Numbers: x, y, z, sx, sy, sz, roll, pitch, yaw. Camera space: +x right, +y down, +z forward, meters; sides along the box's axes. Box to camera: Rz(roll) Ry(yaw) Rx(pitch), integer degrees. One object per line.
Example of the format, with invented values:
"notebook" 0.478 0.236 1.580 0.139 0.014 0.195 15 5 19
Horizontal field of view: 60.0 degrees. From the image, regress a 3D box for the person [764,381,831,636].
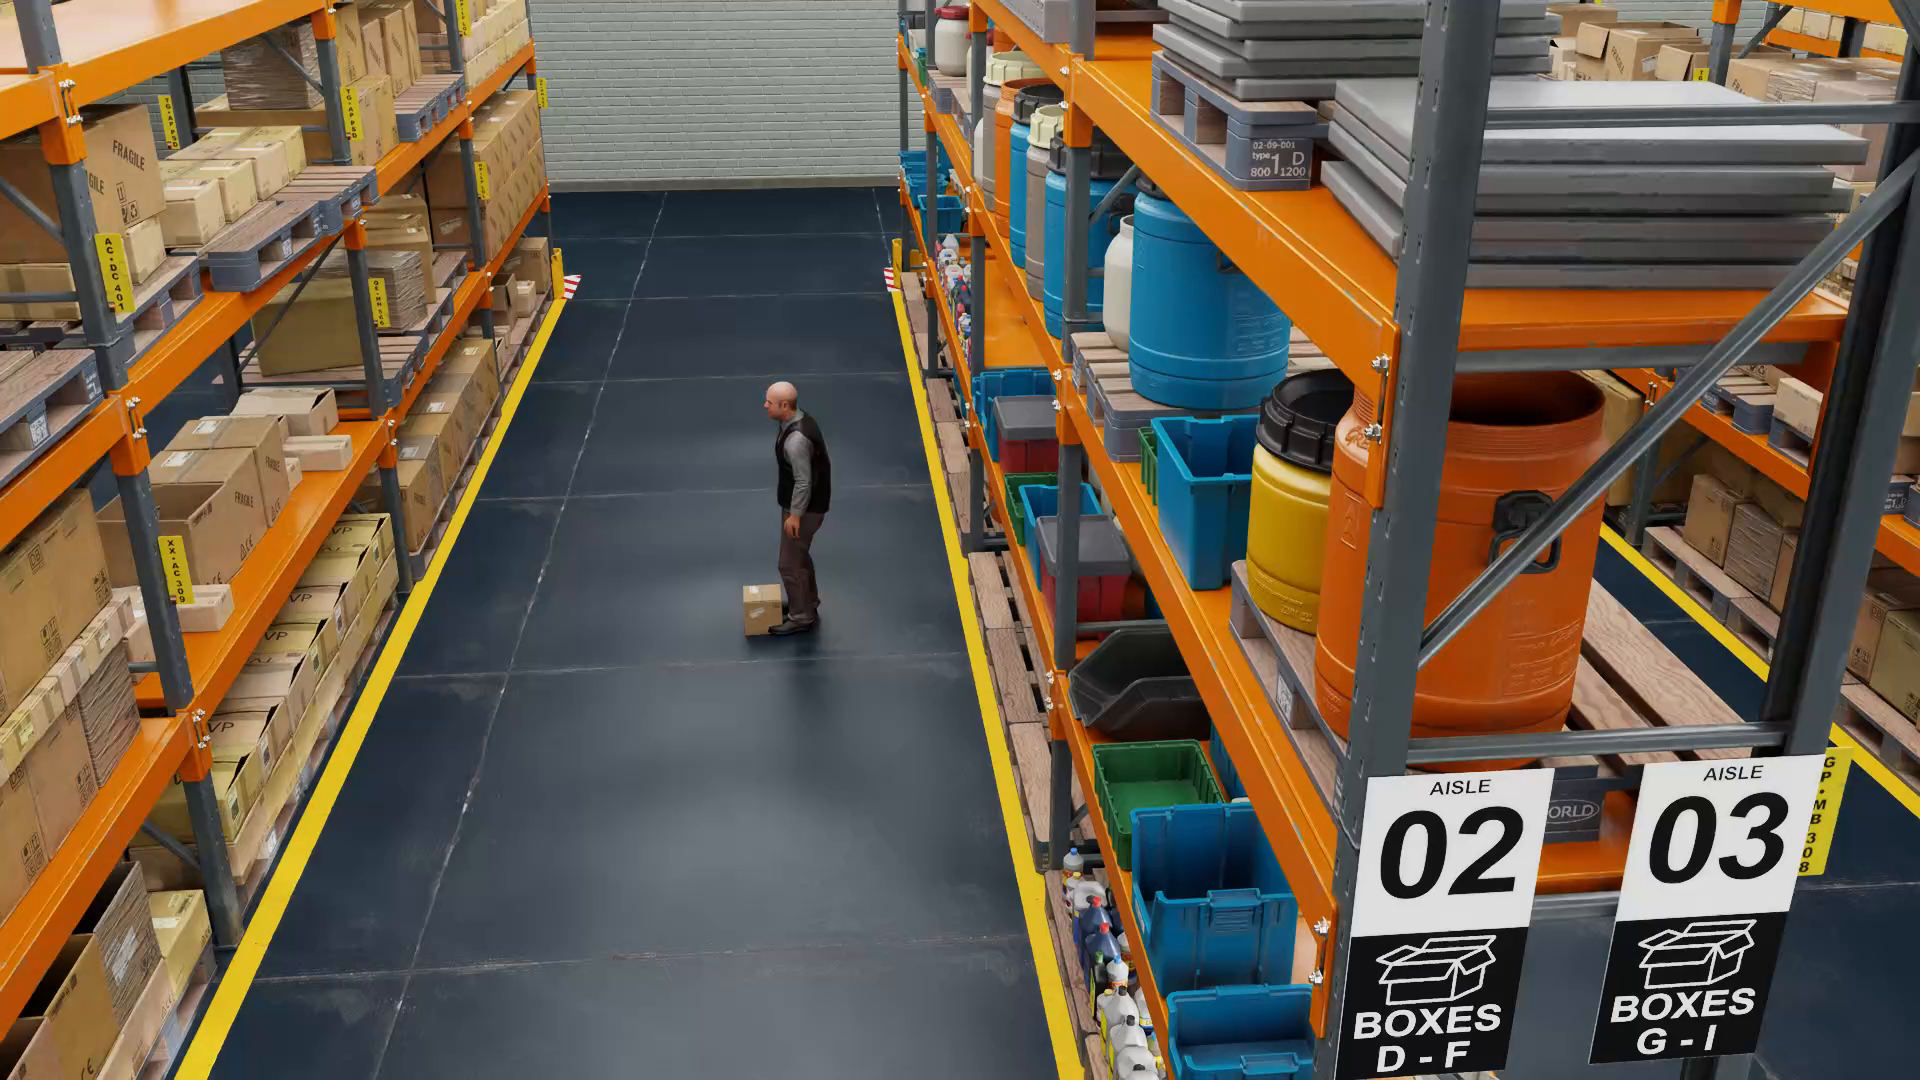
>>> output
"person" -1.069 -0.220 10.886 0.462 1.721 0.587 -3 24 -6
